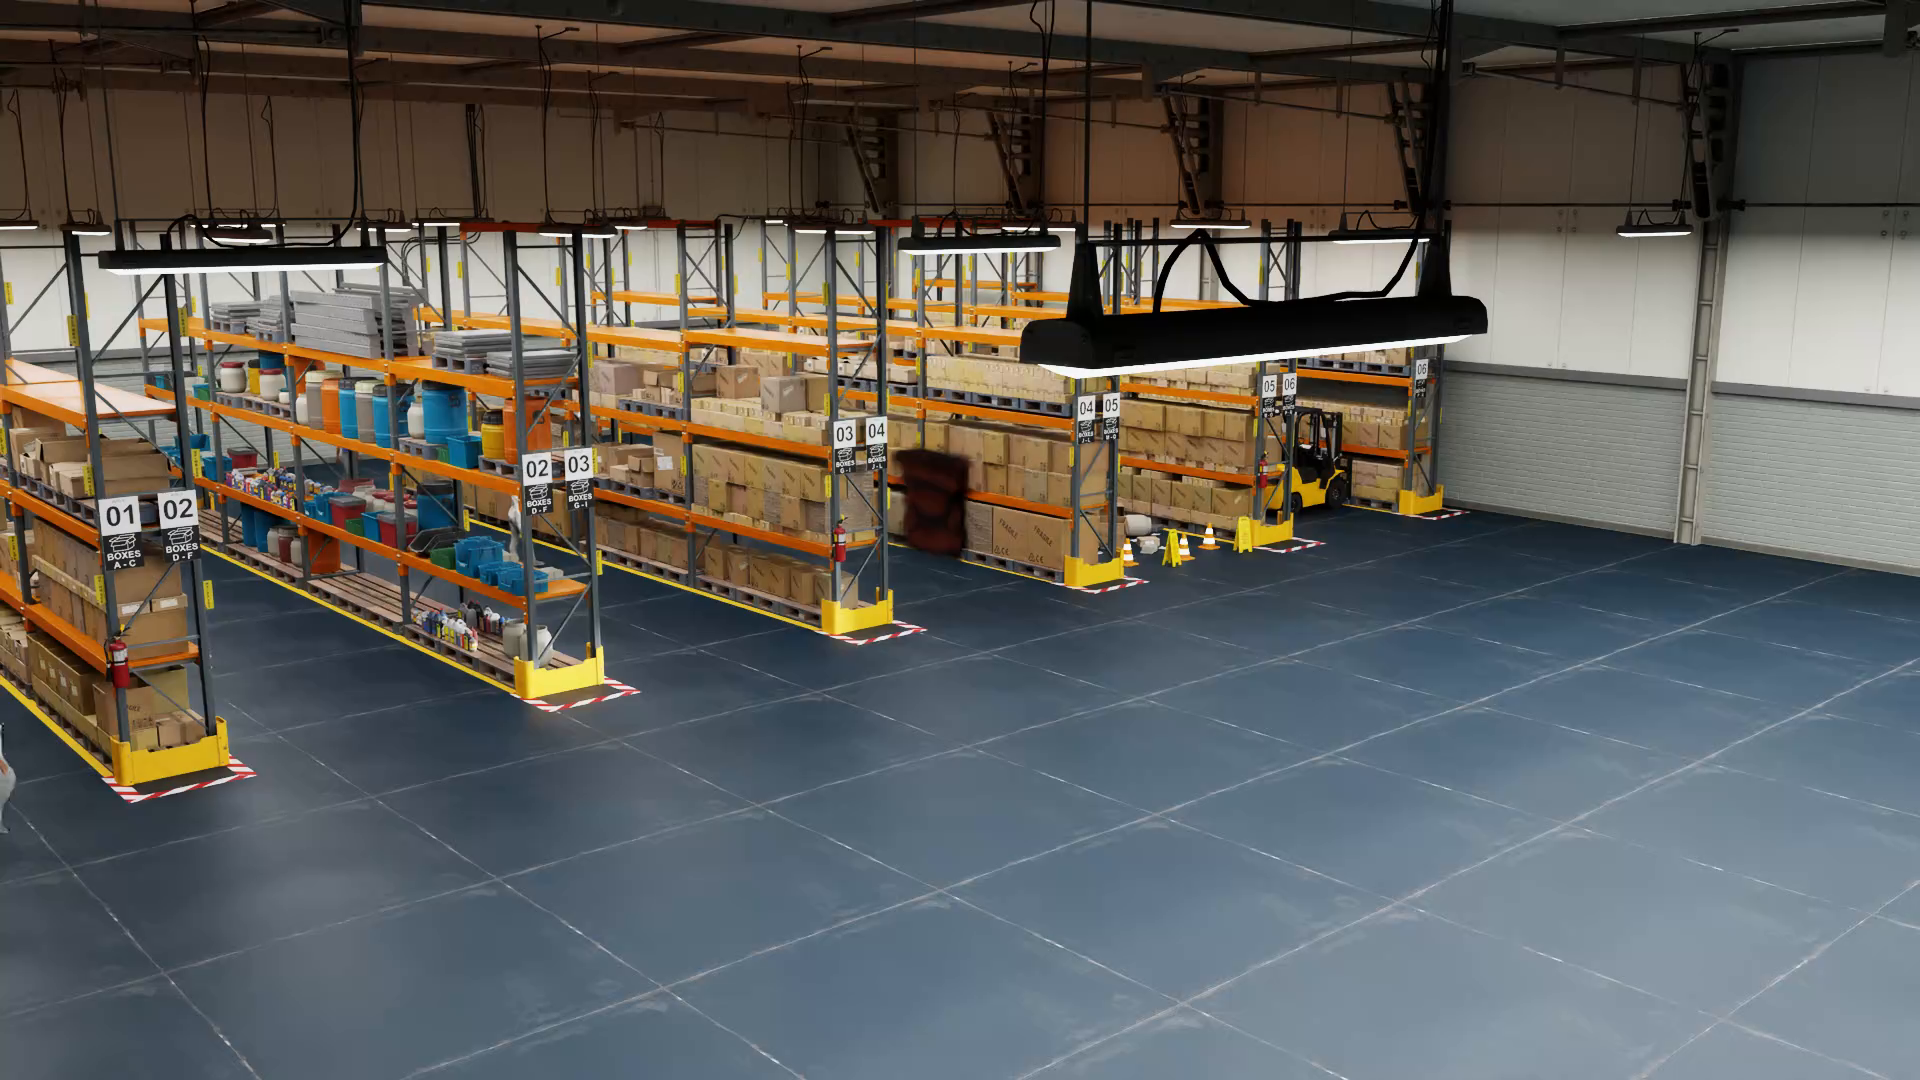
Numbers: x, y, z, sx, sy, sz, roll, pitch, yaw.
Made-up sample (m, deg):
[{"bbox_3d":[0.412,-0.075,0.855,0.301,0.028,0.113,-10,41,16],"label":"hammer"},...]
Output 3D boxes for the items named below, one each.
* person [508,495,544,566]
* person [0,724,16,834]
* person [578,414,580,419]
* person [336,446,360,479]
[{"bbox_3d":[-7.741,-0.366,29.469,0.557,1.665,0.513,-8,14,-35],"label":"person"},{"bbox_3d":[-9.787,2.221,16.698,0.502,1.693,0.502,-7,13,-31],"label":"person"},{"bbox_3d":[-8.368,-1.968,37.059,0.585,1.799,0.358,5,12,23],"label":"person"},{"bbox_3d":[-13.597,-1.847,36.918,0.508,1.608,0.974,-8,14,-36],"label":"person"}]
